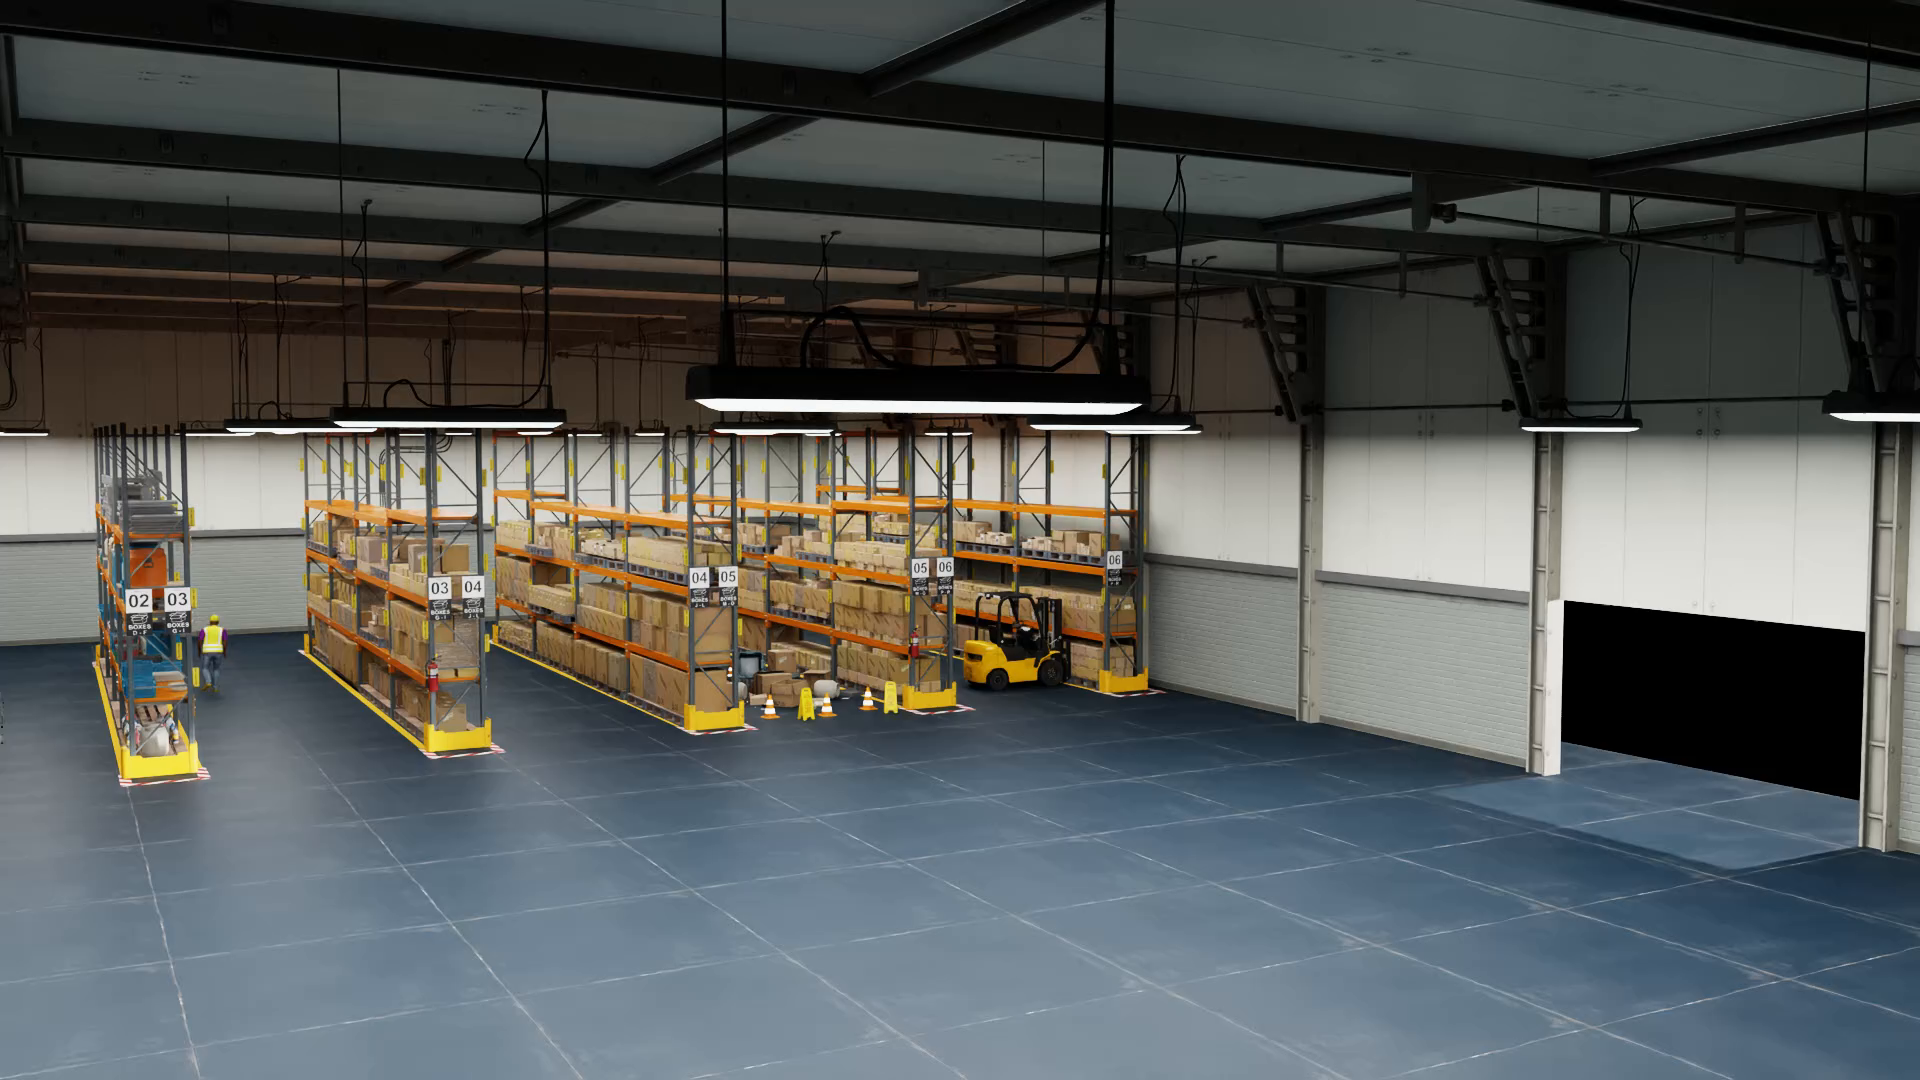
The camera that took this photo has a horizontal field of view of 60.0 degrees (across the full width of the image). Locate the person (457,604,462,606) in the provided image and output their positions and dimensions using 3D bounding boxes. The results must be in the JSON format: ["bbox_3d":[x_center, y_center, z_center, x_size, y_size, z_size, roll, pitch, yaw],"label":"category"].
[{"bbox_3d":[-14.356,2.034,47.400,0.885,1.620,0.464,-3,5,-44],"label":"person"}]

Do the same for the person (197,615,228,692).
[{"bbox_3d":[-16.916,2.578,37.653,0.629,1.736,0.700,-2,4,-26],"label":"person"}]

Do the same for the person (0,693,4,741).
[{"bbox_3d":[-18.178,2.950,31.036,0.567,1.761,0.475,-1,4,-17],"label":"person"}]
